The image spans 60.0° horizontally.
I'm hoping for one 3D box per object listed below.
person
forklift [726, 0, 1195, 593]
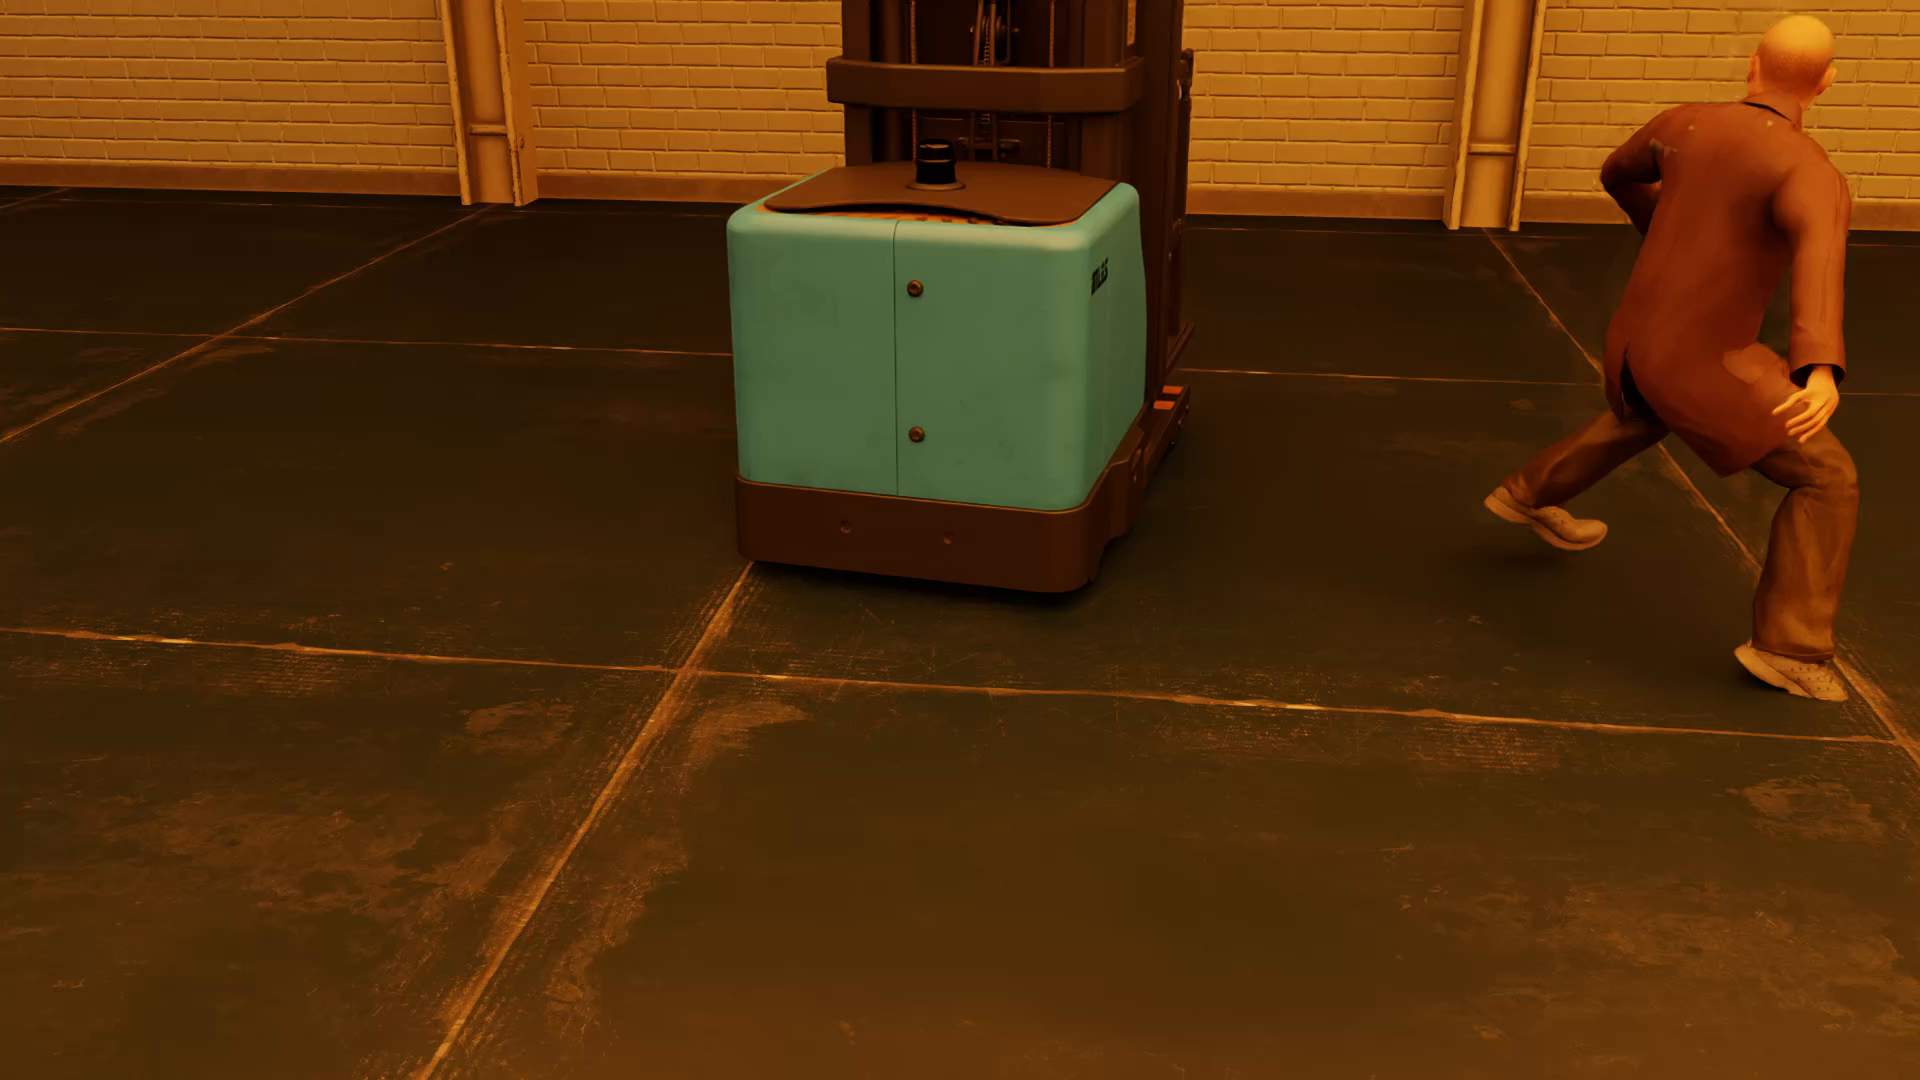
[{"bbox_3d":[1.945,-0.451,4.262,0.606,1.702,1.218,-3,22,-8],"label":"person"},{"bbox_3d":[0.235,-1.732,5.556,1.130,2.935,3.031,6,23,15],"label":"forklift"}]
